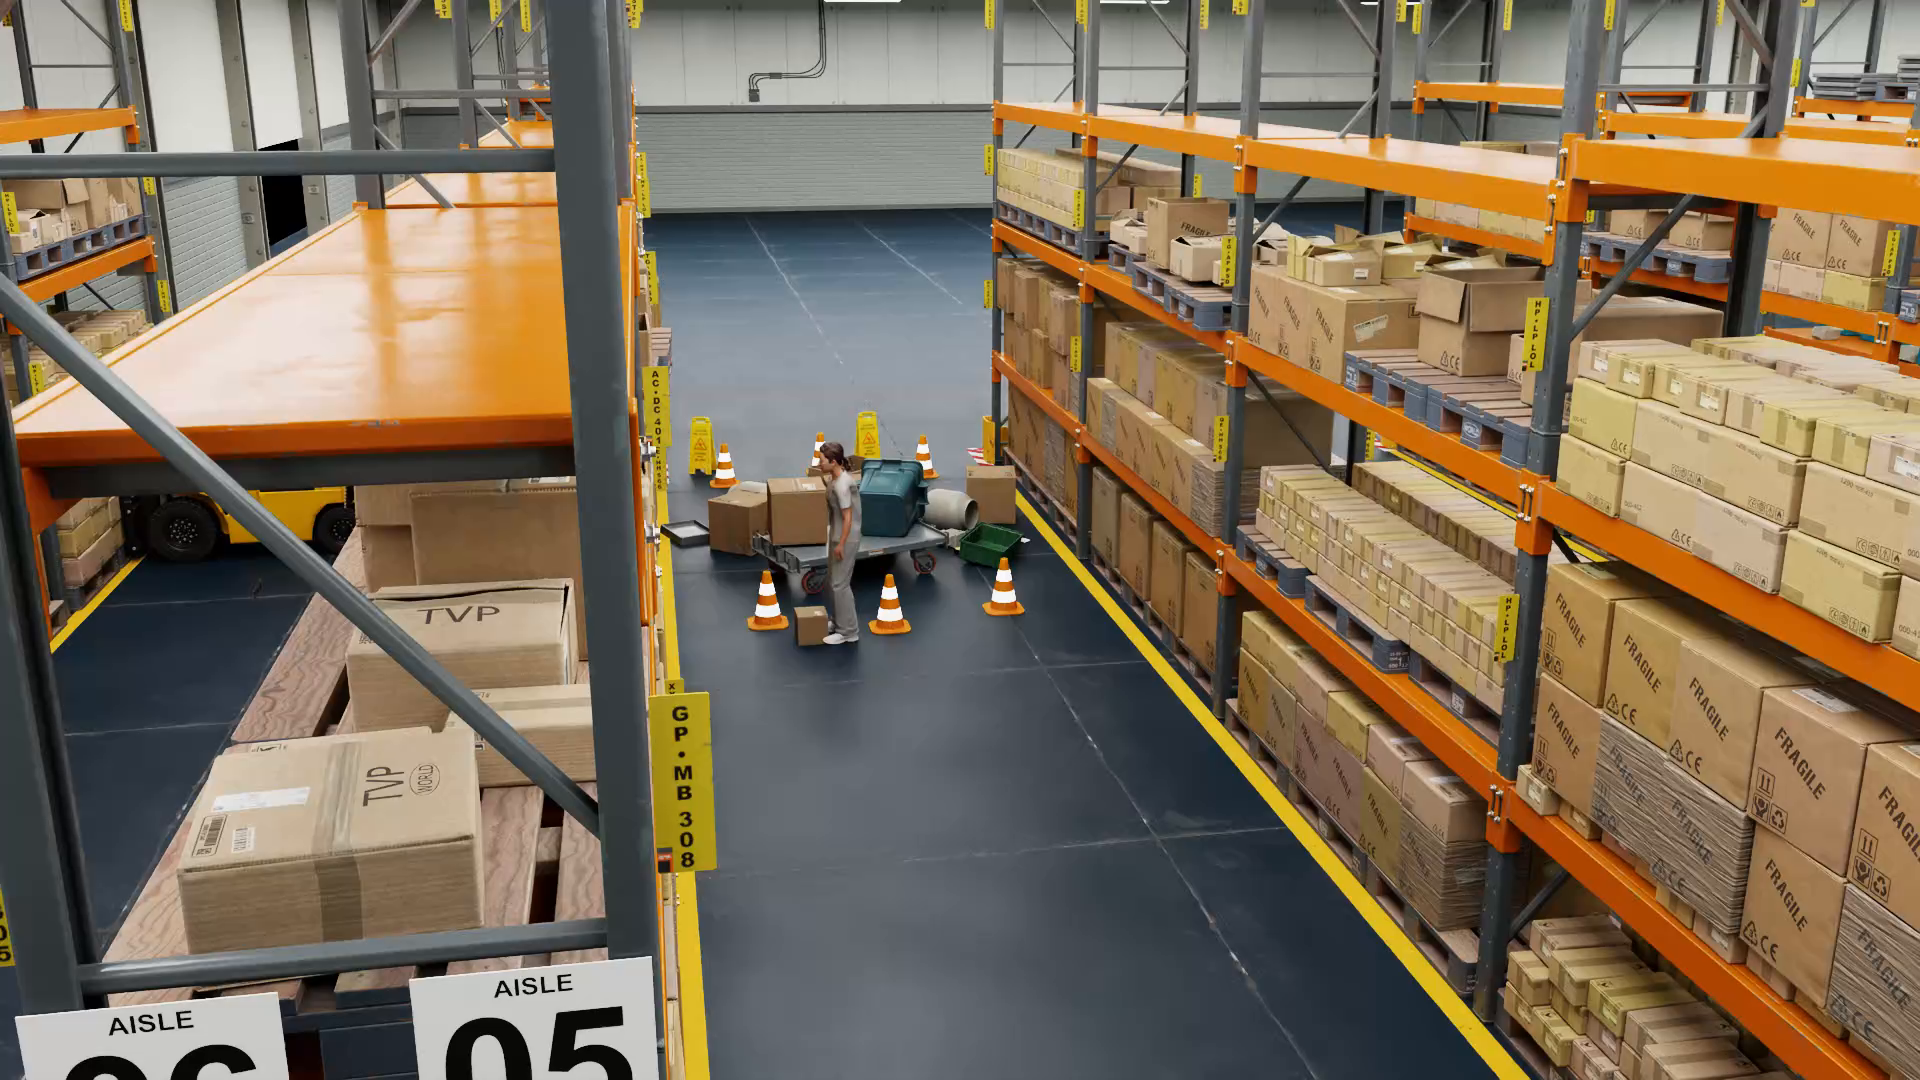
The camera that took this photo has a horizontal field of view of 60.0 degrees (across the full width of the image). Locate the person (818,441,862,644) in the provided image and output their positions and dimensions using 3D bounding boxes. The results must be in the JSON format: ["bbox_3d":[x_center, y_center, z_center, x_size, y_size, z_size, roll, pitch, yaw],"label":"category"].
[{"bbox_3d":[-0.979,0.006,13.521,0.360,1.672,0.484,-3,17,-11],"label":"person"}]
